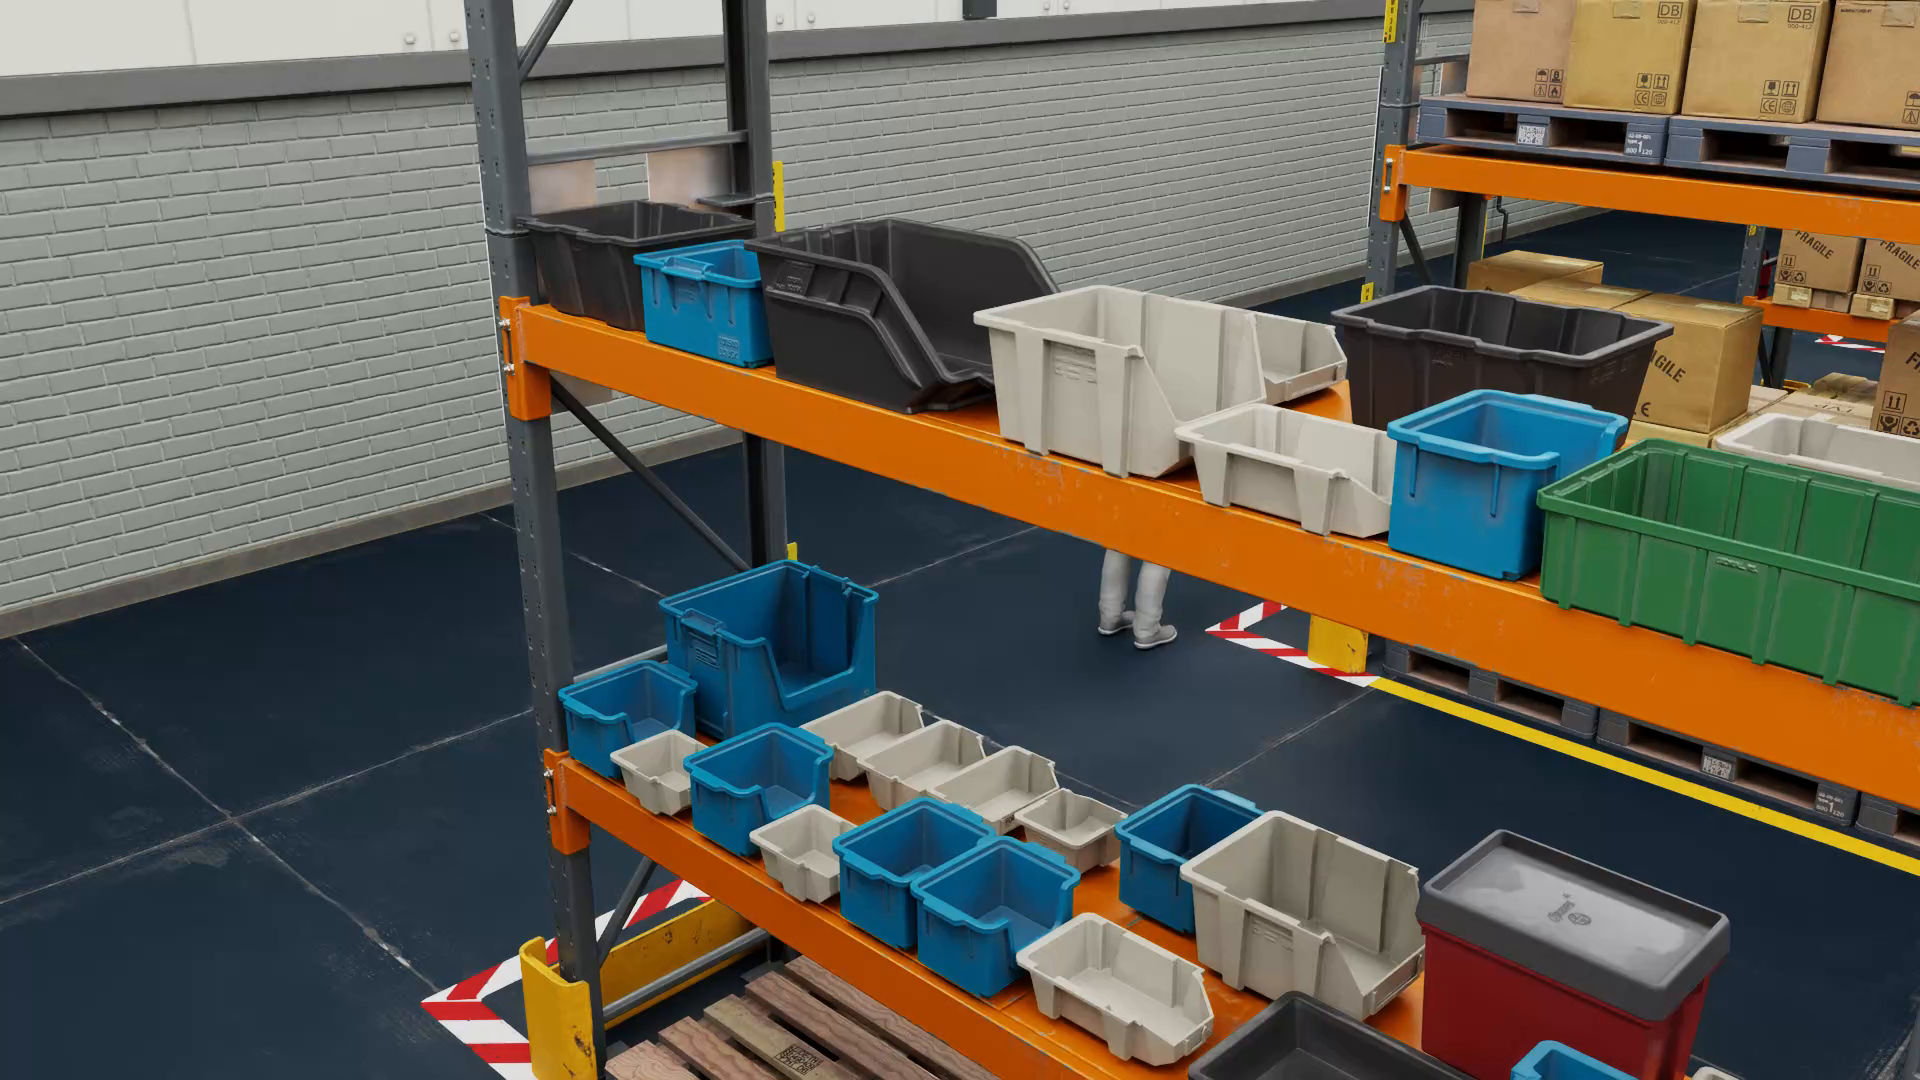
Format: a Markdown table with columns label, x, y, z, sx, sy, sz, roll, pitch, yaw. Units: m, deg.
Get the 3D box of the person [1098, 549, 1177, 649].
| label | x | y | z | sx | sy | sz | roll | pitch | yaw |
| --- | --- | --- | --- | --- | --- | --- | --- | --- | --- |
| person | 1.033 | -0.288 | 9.331 | 0.565 | 1.756 | 0.494 | -19 | 28 | -41 |
